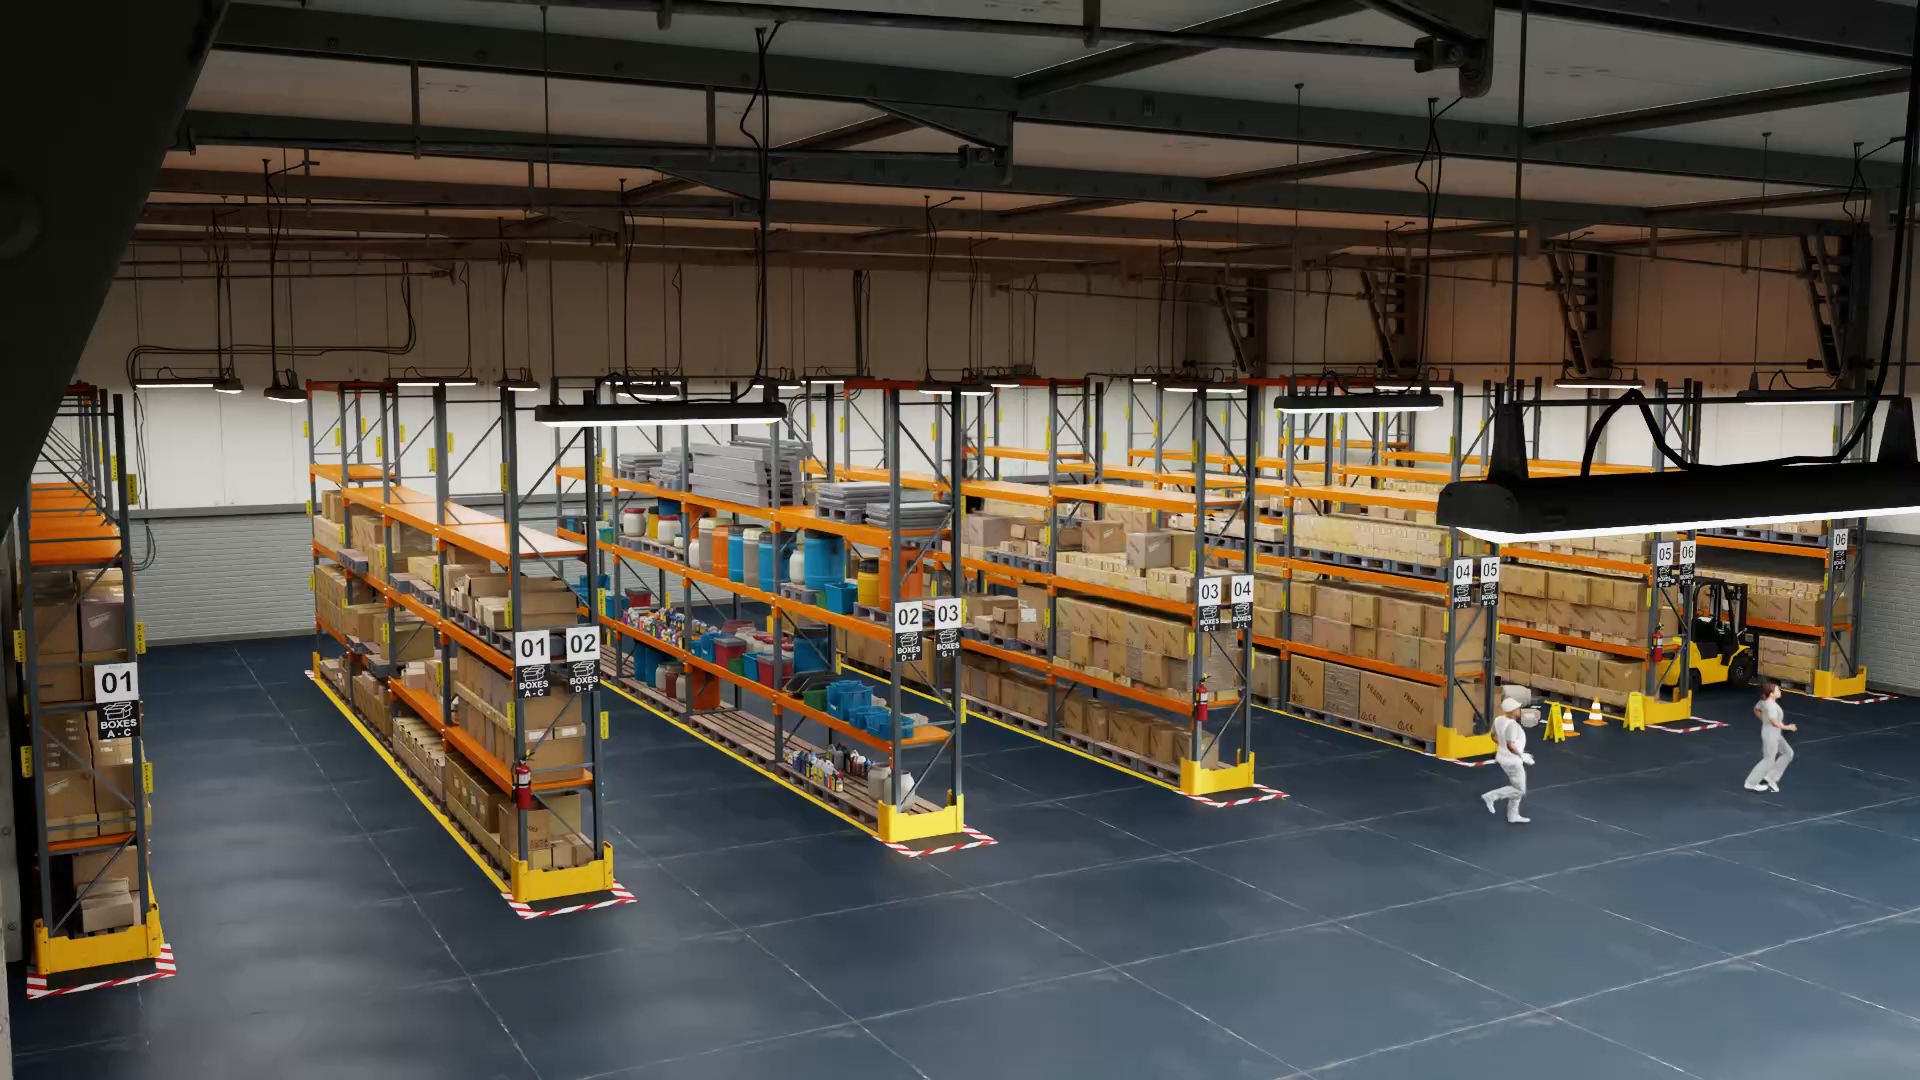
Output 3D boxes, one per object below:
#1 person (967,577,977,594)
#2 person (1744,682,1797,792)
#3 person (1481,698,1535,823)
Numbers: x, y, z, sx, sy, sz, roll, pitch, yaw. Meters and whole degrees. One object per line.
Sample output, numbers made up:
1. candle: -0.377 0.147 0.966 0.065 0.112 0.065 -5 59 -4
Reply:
1. person: 0.443 0.979 42.229 0.823 1.763 0.680 -3 7 -23
2. person: 11.971 2.914 24.540 0.668 1.644 0.574 2 6 20
3. person: 7.527 3.040 22.901 0.710 1.747 0.684 0 6 0
